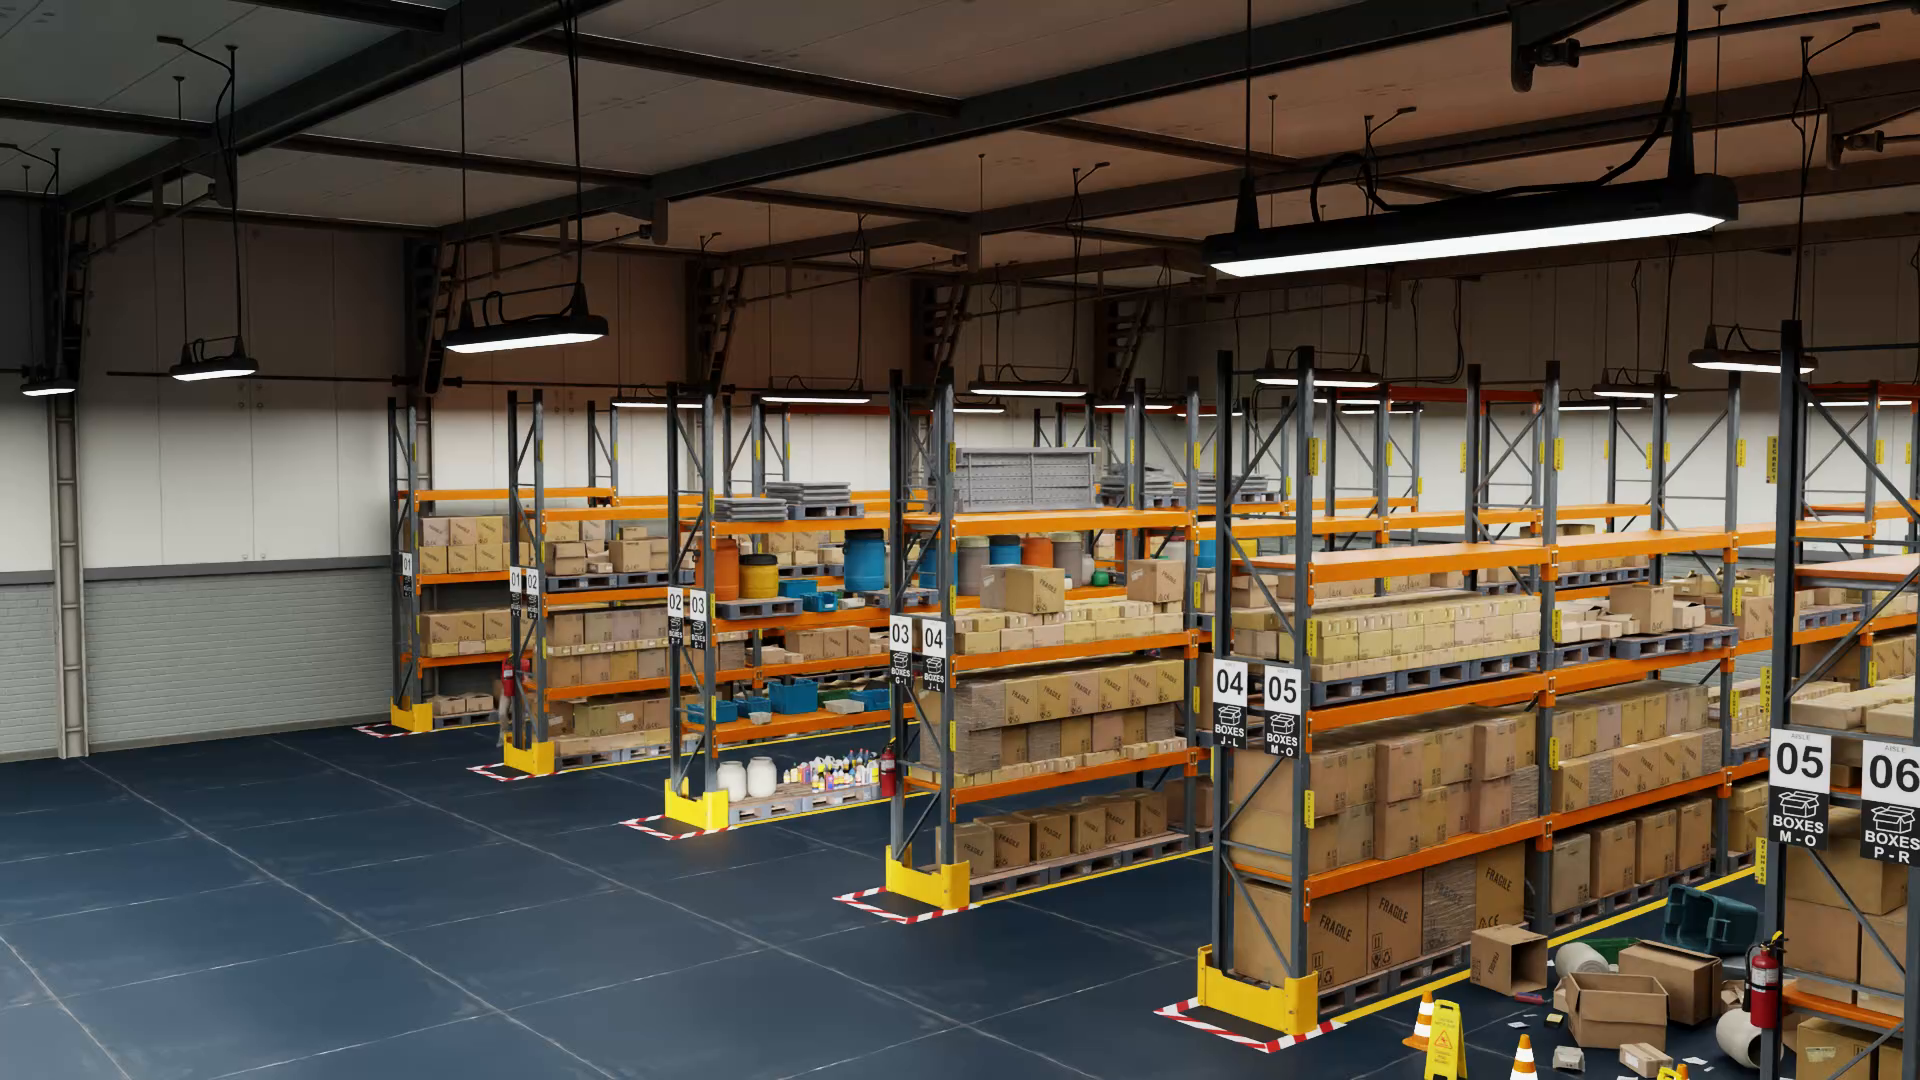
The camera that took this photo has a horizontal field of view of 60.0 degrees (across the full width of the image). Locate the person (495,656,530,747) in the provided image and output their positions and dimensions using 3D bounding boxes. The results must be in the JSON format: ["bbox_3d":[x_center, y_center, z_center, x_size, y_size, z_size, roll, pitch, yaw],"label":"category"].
[{"bbox_3d":[-7.665,2.671,28.459,0.562,1.789,0.594,1,3,9],"label":"person"}]

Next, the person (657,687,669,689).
[{"bbox_3d":[-5.504,2.522,31.293,0.536,1.660,0.514,3,5,42],"label":"person"}]
